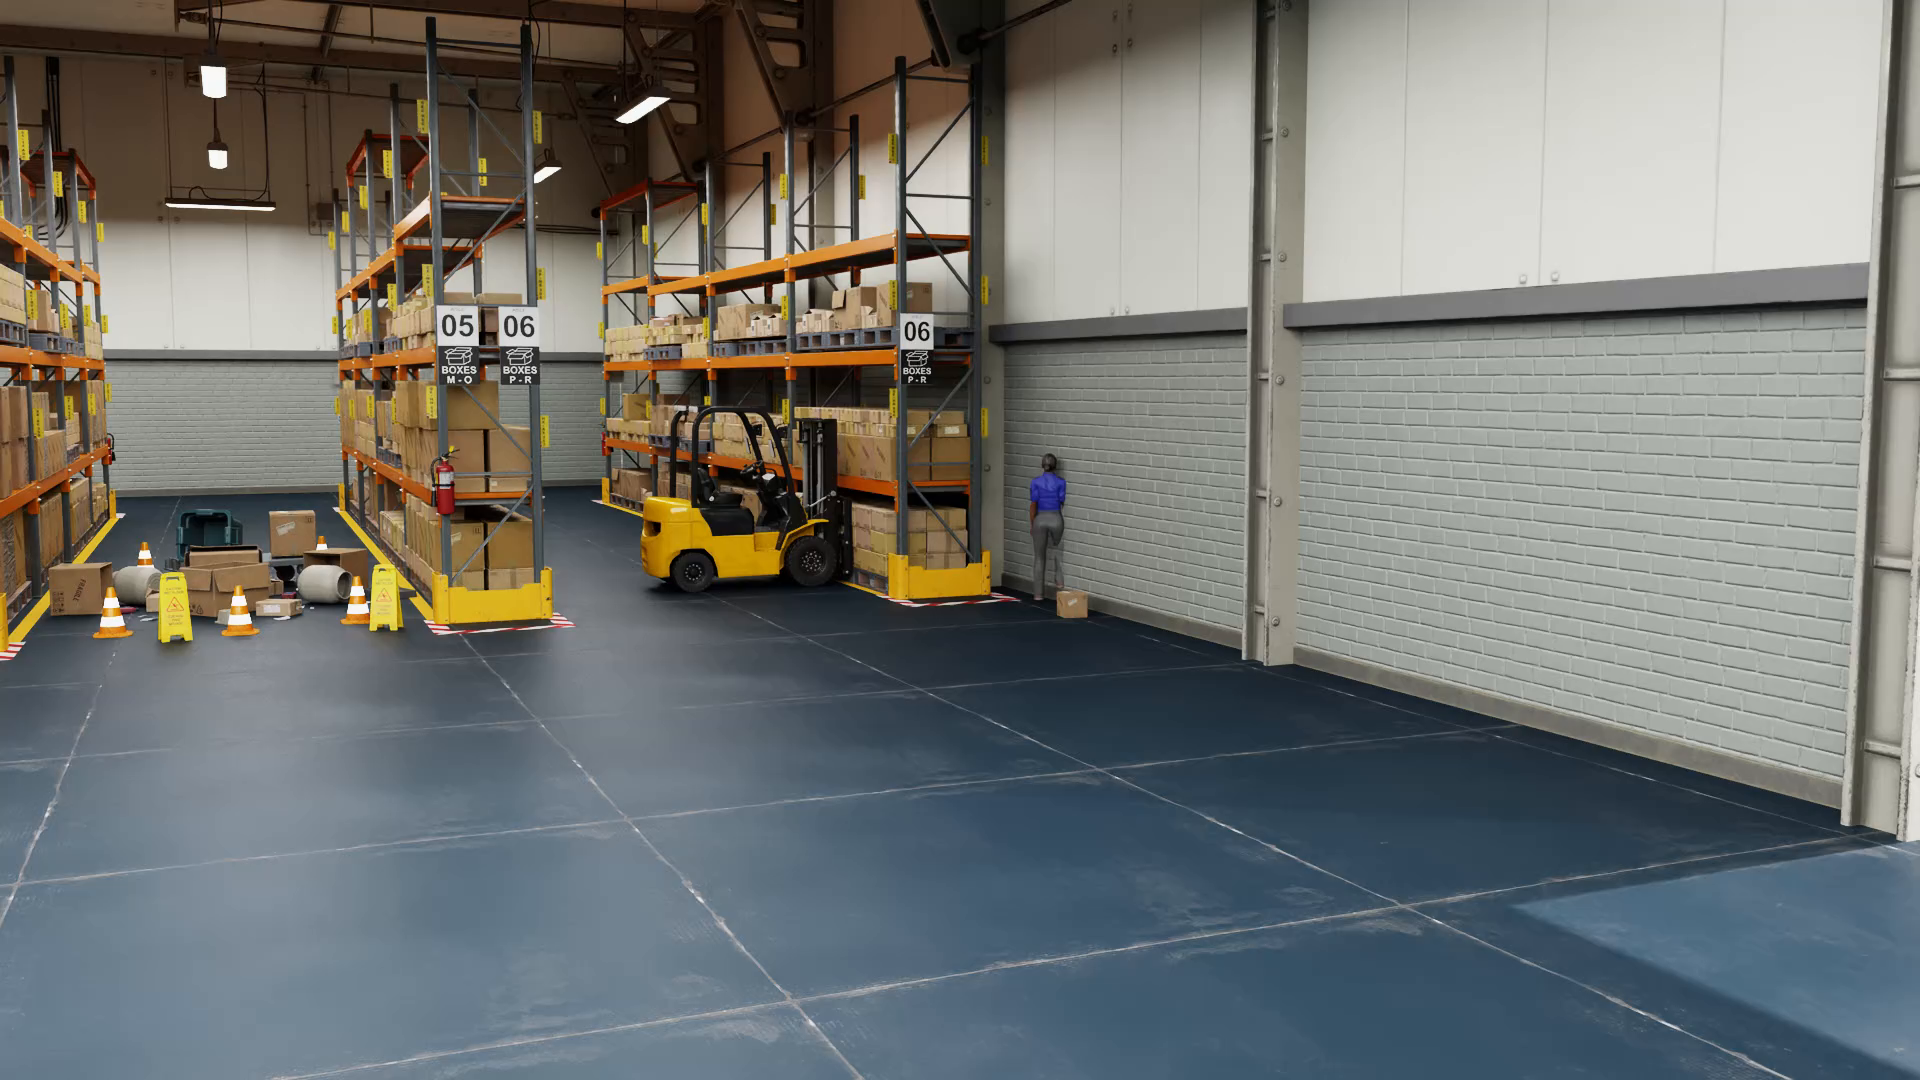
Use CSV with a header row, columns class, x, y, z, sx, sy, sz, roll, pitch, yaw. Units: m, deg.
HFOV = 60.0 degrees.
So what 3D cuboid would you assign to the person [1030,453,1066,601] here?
class,x,y,z,sx,sy,sz,roll,pitch,yaw
person,1.002,-0.146,18.566,0.441,1.652,0.484,1,6,5
